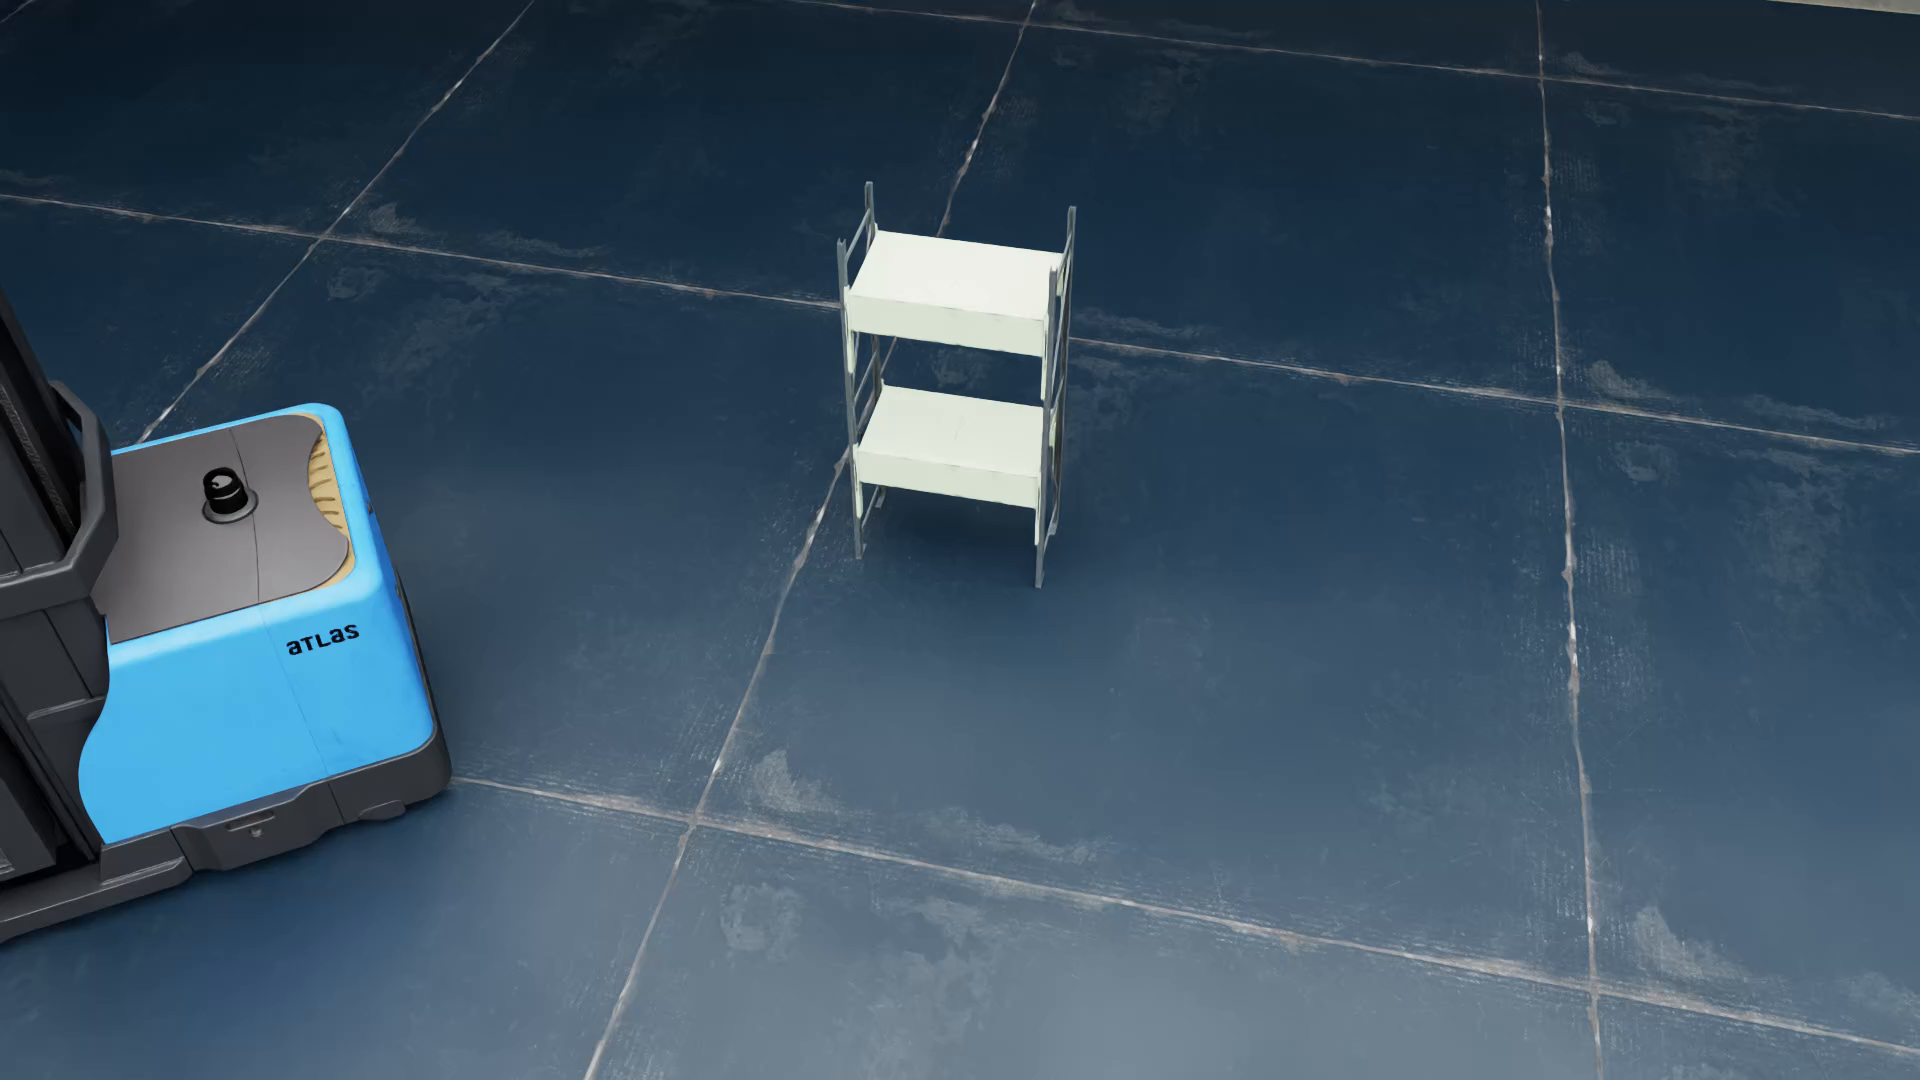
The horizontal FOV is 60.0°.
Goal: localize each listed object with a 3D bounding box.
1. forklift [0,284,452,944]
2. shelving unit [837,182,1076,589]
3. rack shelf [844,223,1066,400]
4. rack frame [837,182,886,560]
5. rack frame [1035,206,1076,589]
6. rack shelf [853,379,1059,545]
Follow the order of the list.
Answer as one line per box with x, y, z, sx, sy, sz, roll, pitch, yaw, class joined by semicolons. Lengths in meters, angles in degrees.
-3.336;-0.063;4.702;3.031;2.935;1.130;-17;46;-17;forklift
-0.007;-0.541;6.231;0.755;1.500;0.431;9;45;9;shelving unit
-0.007;-0.823;5.960;0.720;0.370;0.431;9;45;9;rack shelf
-0.364;-0.597;6.289;0.023;1.500;0.400;9;45;9;rack frame
0.351;-0.486;6.173;0.023;1.500;0.400;9;45;9;rack frame
-0.007;-0.306;6.457;0.720;0.370;0.431;9;45;9;rack shelf
